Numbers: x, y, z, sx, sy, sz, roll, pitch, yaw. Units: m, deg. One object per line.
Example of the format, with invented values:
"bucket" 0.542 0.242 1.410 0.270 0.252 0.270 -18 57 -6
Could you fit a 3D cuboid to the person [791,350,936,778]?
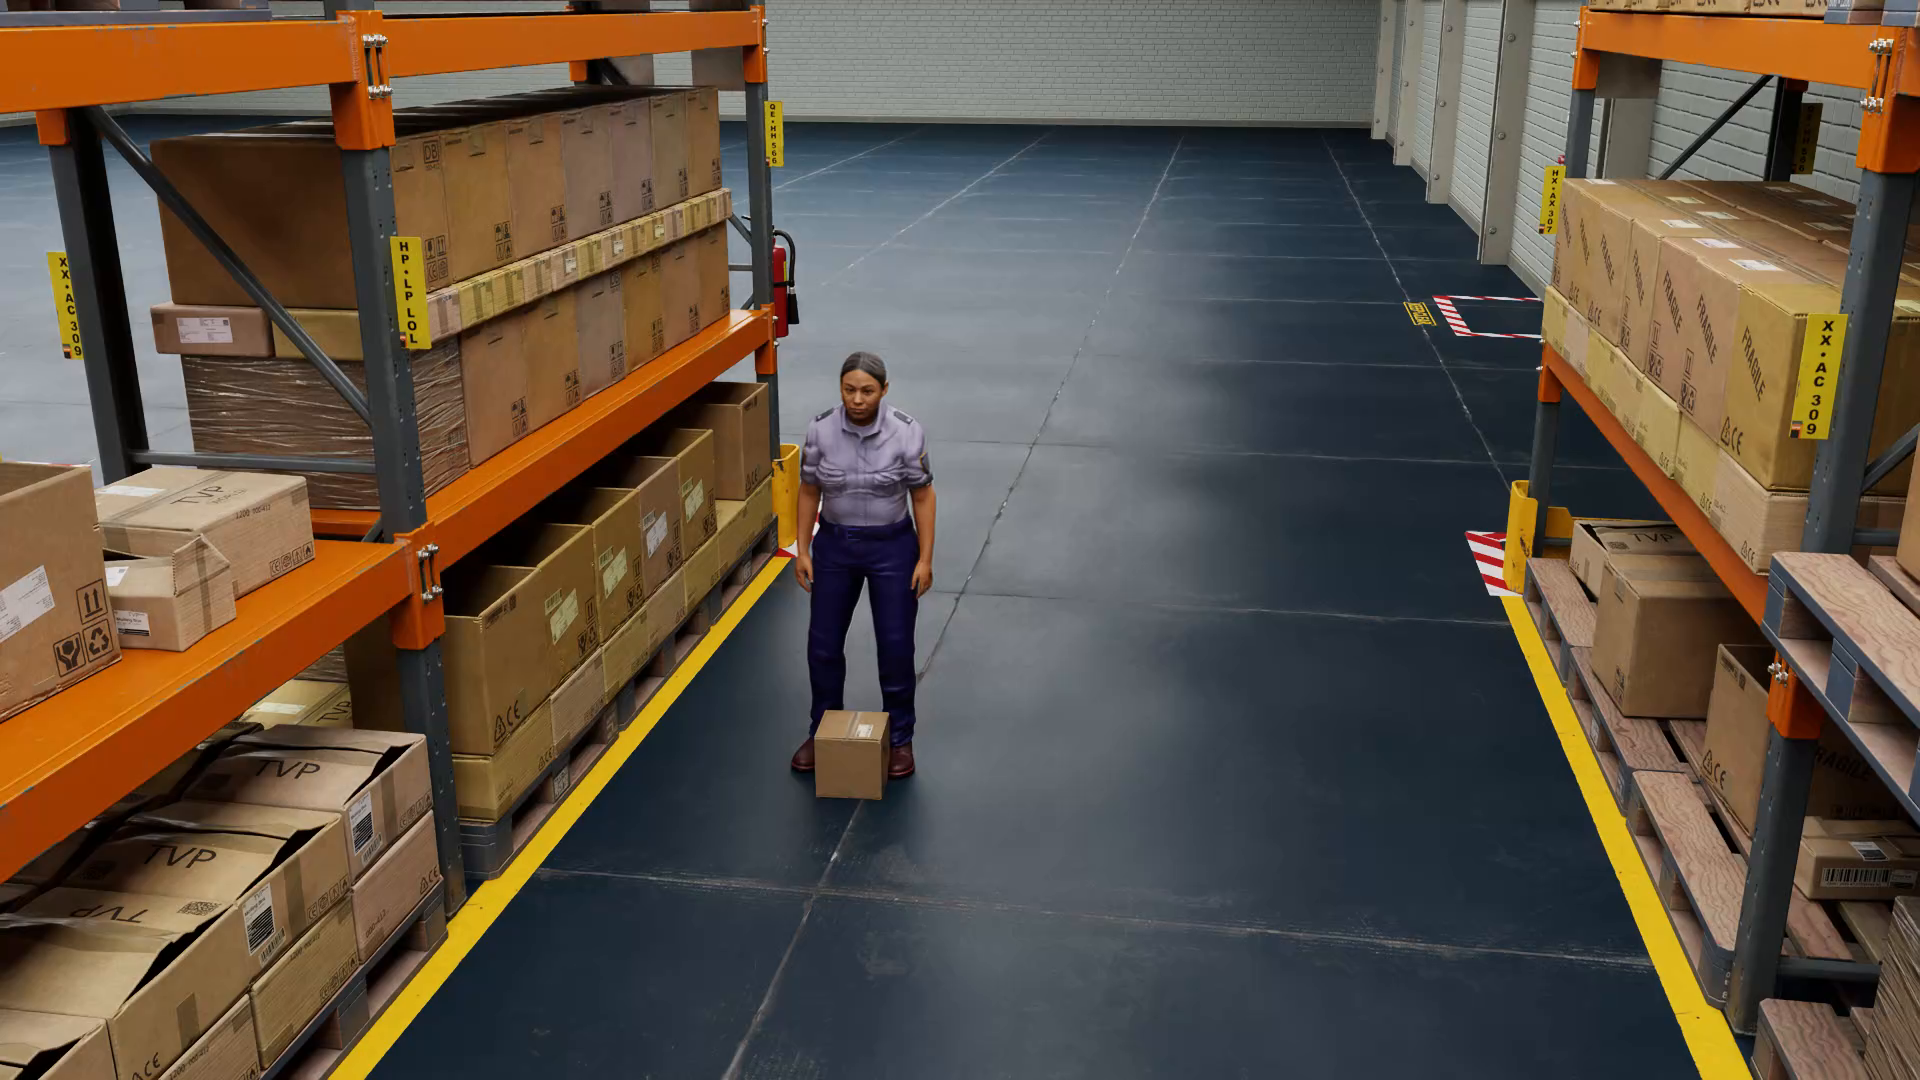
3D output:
"person" -0.370 0.083 6.331 0.556 1.639 0.367 3 18 8
